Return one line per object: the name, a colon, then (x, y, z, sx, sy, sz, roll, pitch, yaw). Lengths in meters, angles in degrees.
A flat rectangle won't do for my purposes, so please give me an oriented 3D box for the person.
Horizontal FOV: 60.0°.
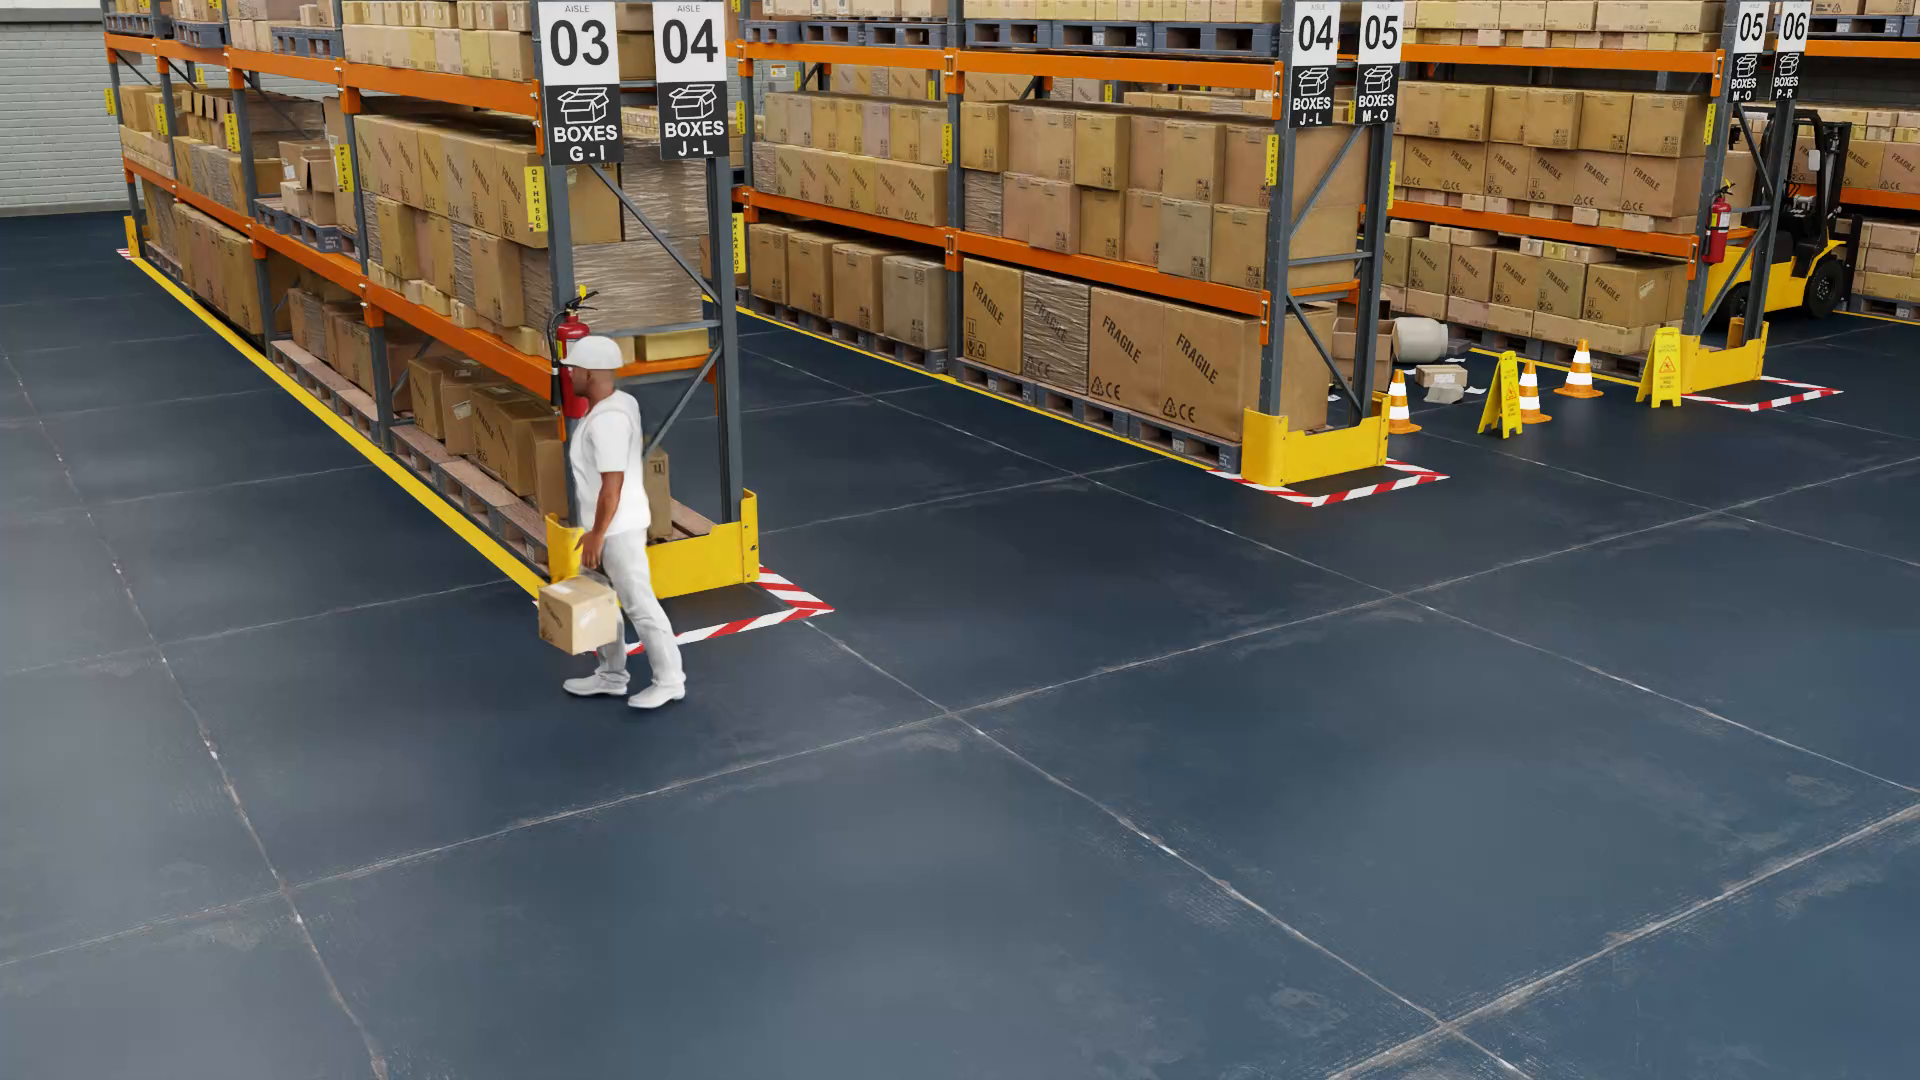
person: (-1.614, -0.075, 7.754, 0.582, 1.762, 0.575, -4, 18, -12)
